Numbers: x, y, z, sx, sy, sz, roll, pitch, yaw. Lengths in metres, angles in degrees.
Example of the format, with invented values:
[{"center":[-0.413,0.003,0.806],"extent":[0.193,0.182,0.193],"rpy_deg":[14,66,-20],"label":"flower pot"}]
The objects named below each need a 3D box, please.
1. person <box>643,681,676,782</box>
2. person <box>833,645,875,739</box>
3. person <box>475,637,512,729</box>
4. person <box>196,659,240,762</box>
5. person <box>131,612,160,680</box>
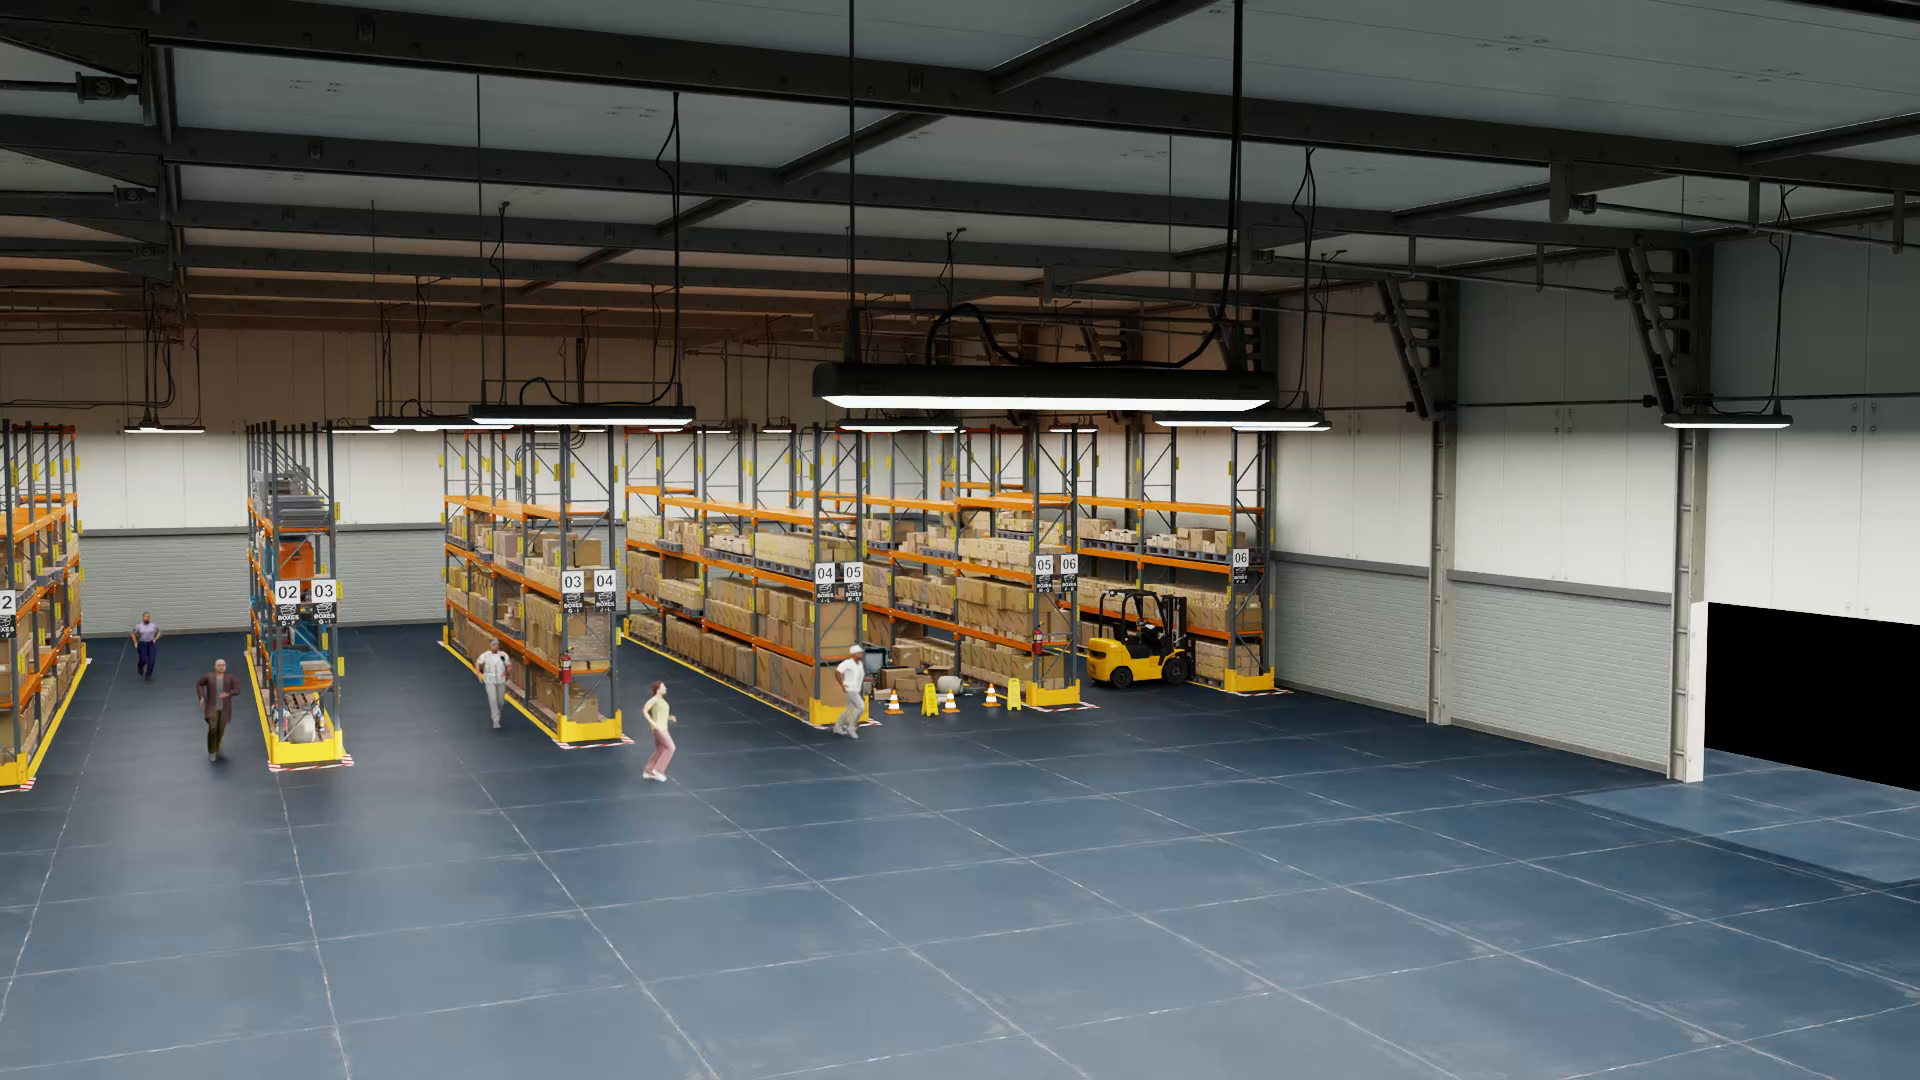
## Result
[{"center":[-4.992,3.181,27.600],"extent":[0.568,1.695,0.578],"rpy_deg":[0,4,3],"label":"person"},{"center":[-2.040,2.888,31.646],"extent":[0.821,1.778,0.623],"rpy_deg":[1,4,19],"label":"person"},{"center":[-9.169,2.785,32.793],"extent":[0.693,1.744,1.005],"rpy_deg":[-2,4,-25],"label":"person"},{"center":[-13.133,3.021,29.479],"extent":[0.683,1.837,0.788],"rpy_deg":[-2,4,-31],"label":"person"},{"center":[-19.049,2.498,38.955],"extent":[0.607,1.583,0.551],"rpy_deg":[-3,4,-36],"label":"person"}]
